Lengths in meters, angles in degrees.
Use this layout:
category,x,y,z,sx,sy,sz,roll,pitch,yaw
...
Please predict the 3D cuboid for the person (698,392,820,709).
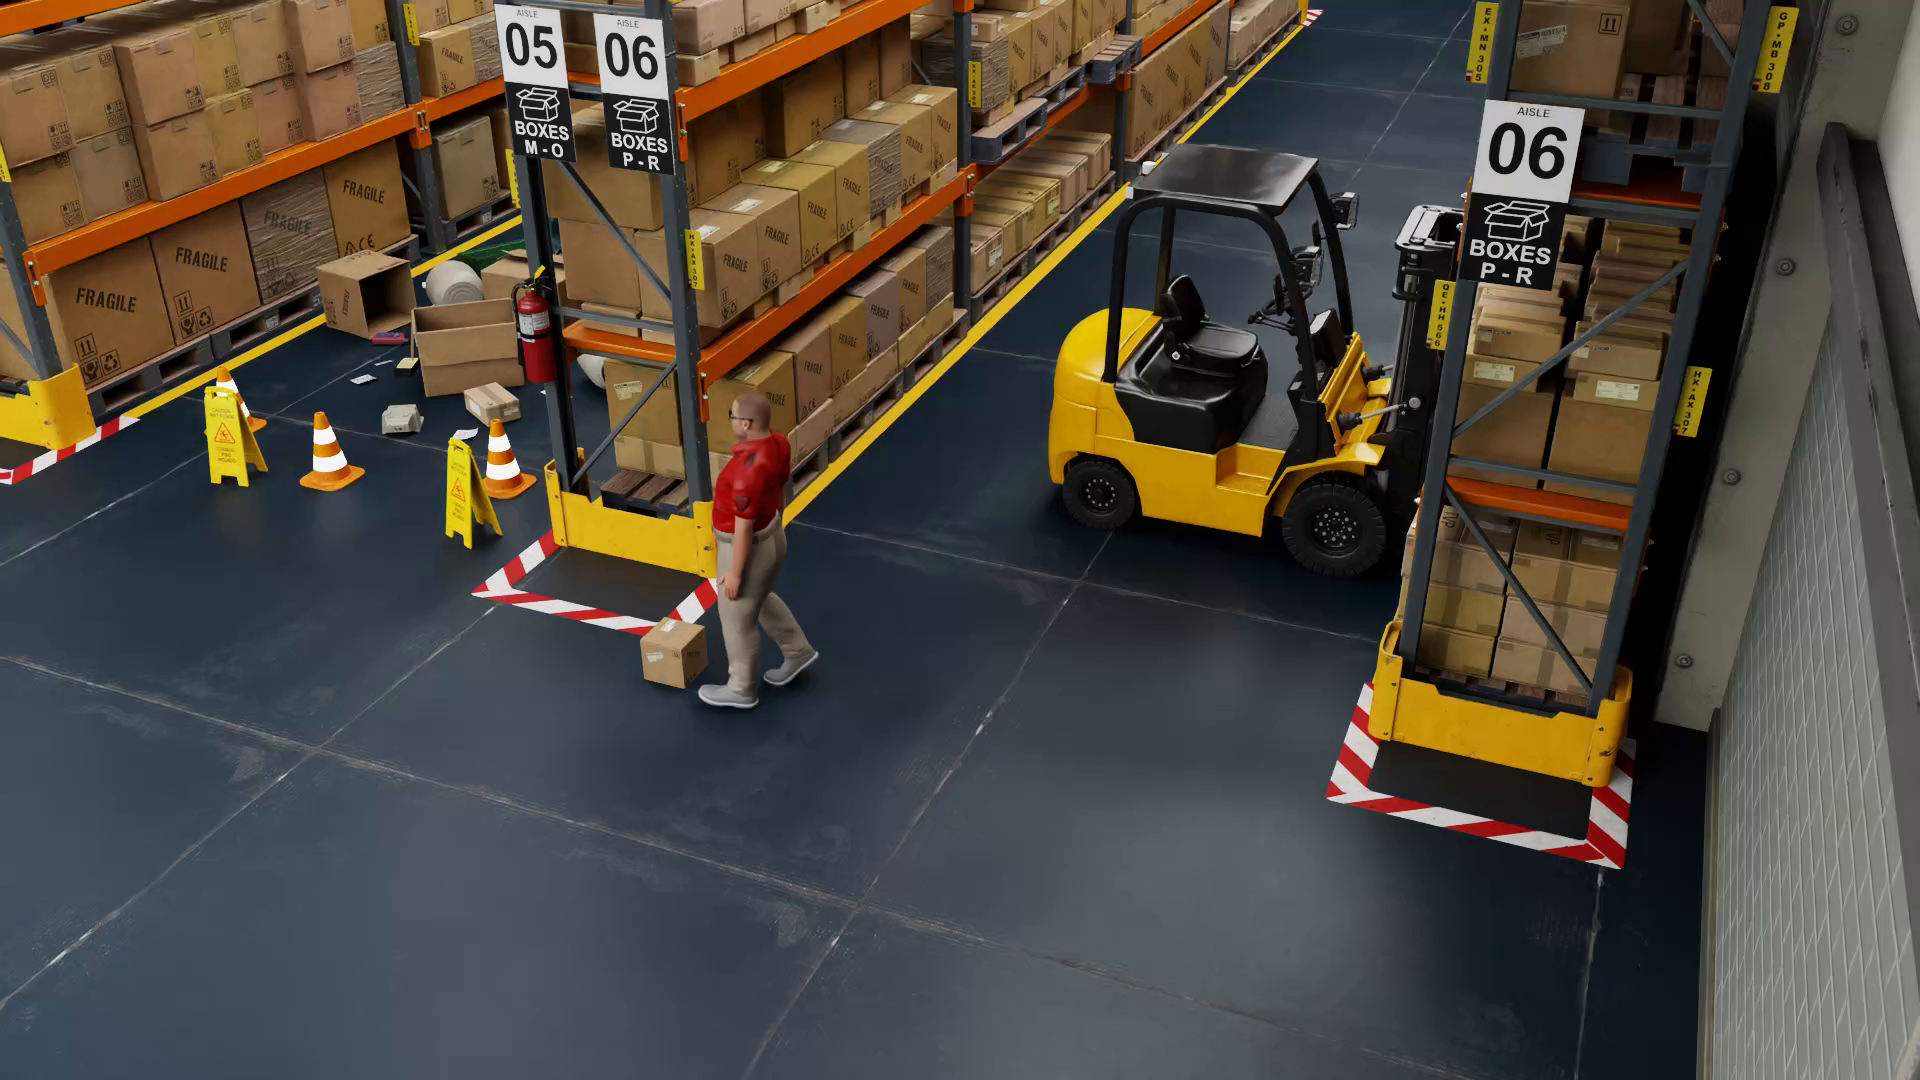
category,x,y,z,sx,sy,sz,roll,pitch,yaw
person,-1.069,0.056,8.324,0.551,1.741,0.555,7,30,13
